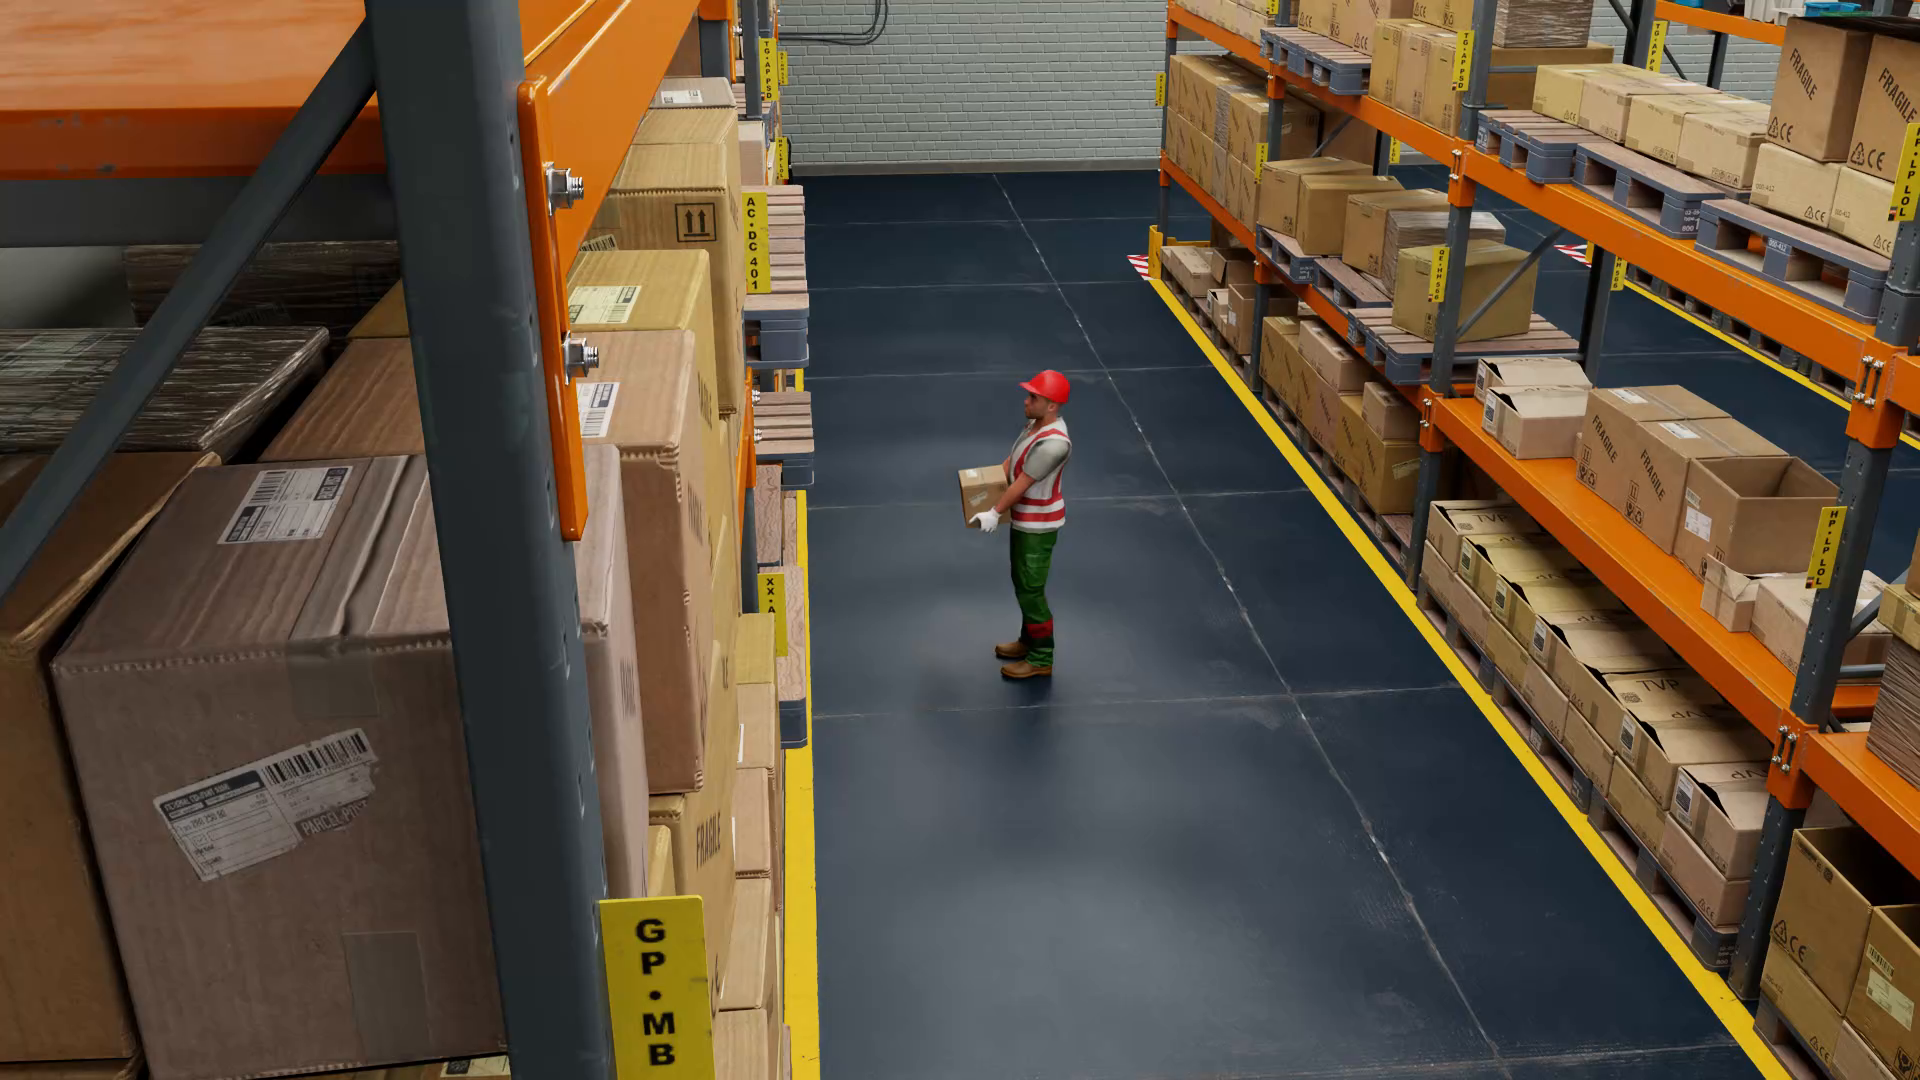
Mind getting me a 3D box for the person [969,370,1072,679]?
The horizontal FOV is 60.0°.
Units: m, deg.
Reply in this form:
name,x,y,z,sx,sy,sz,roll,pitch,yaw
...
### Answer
name,x,y,z,sx,sy,sz,roll,pitch,yaw
person,0.317,-0.089,9.280,0.560,1.782,0.494,-2,24,-4
